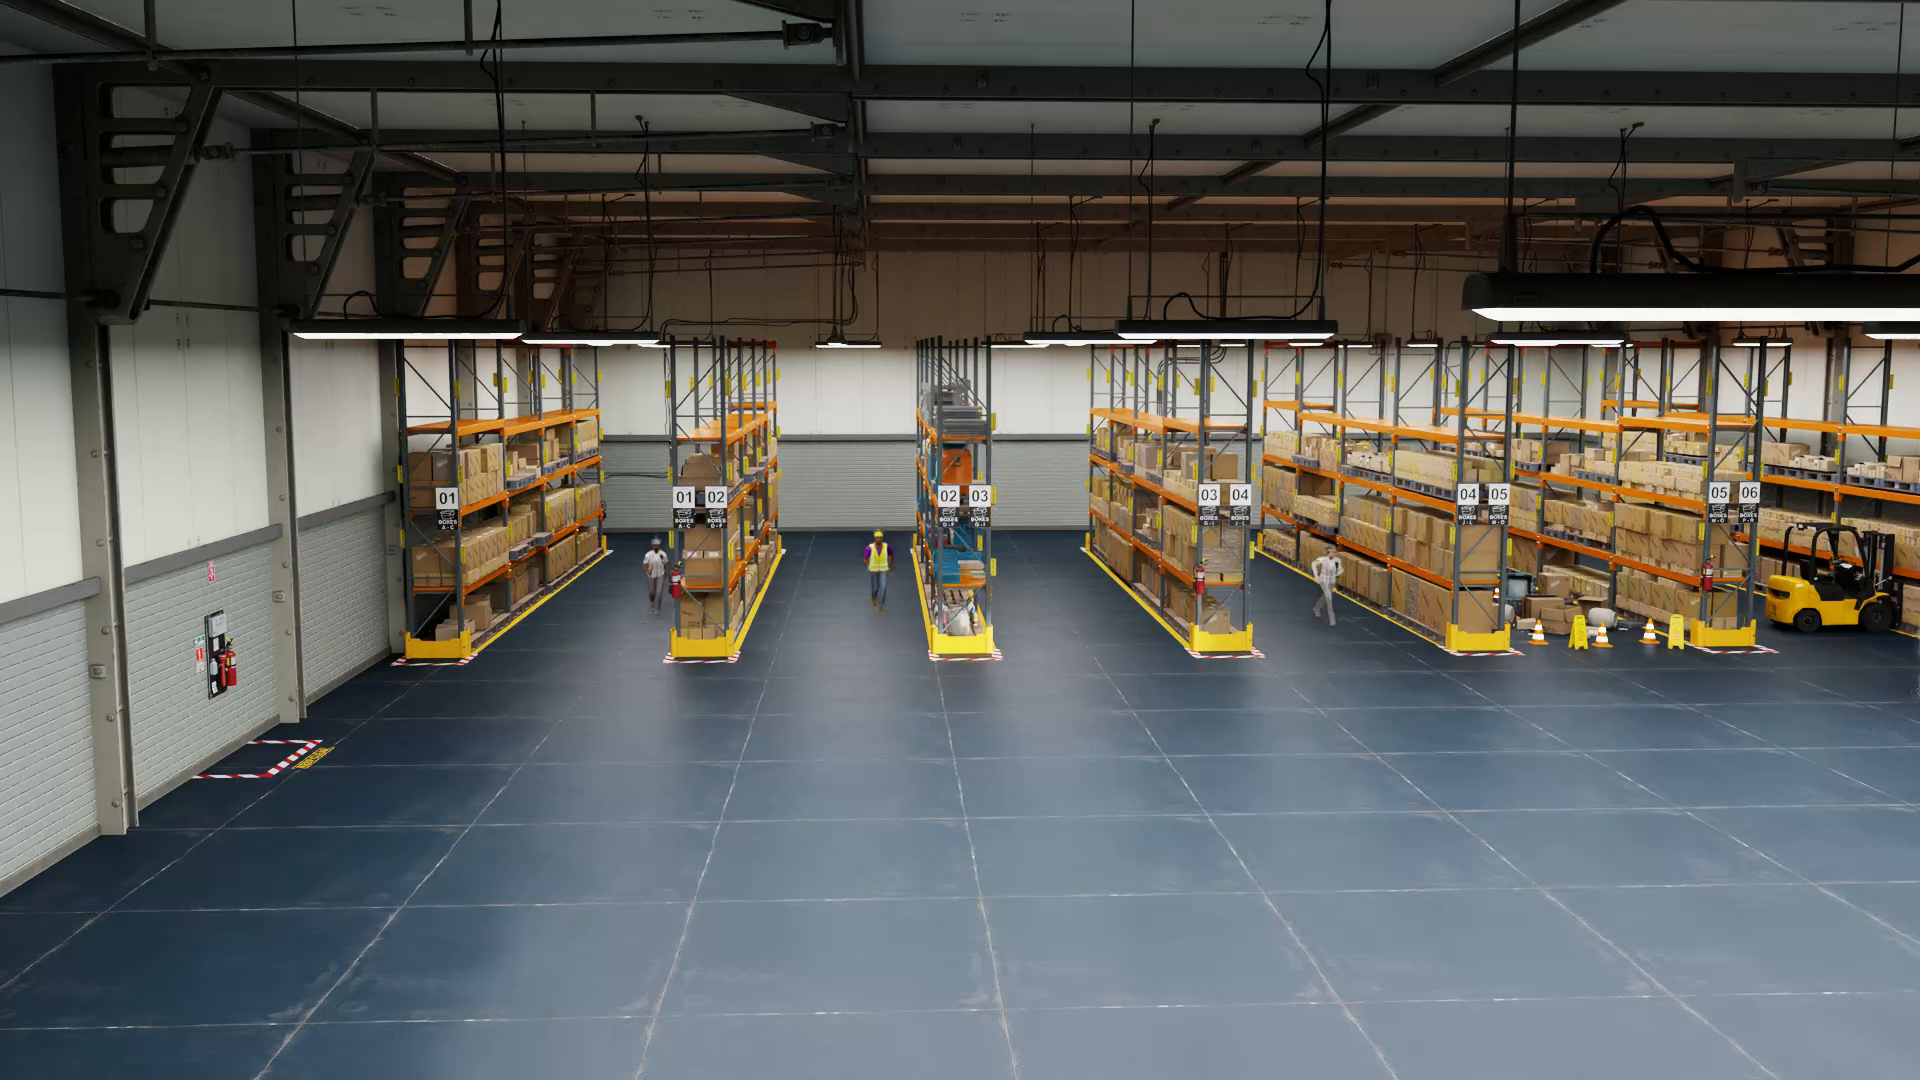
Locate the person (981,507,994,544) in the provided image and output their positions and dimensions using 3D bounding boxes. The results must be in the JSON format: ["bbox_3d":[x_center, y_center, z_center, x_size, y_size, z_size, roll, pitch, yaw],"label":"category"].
[{"bbox_3d":[0.593,-0.736,49.103,0.845,1.746,0.668,2,7,14],"label":"person"}]

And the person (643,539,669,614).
[{"bbox_3d":[-6.618,0.782,36.296,0.562,1.655,0.589,-2,7,-14],"label":"person"}]

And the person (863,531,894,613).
[{"bbox_3d":[-1.772,0.669,36.243,0.685,1.745,0.900,-1,7,-7],"label":"person"}]

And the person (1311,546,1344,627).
[{"bbox_3d":[7.732,0.929,35.067,0.614,1.695,0.983,-2,7,-16],"label":"person"}]
